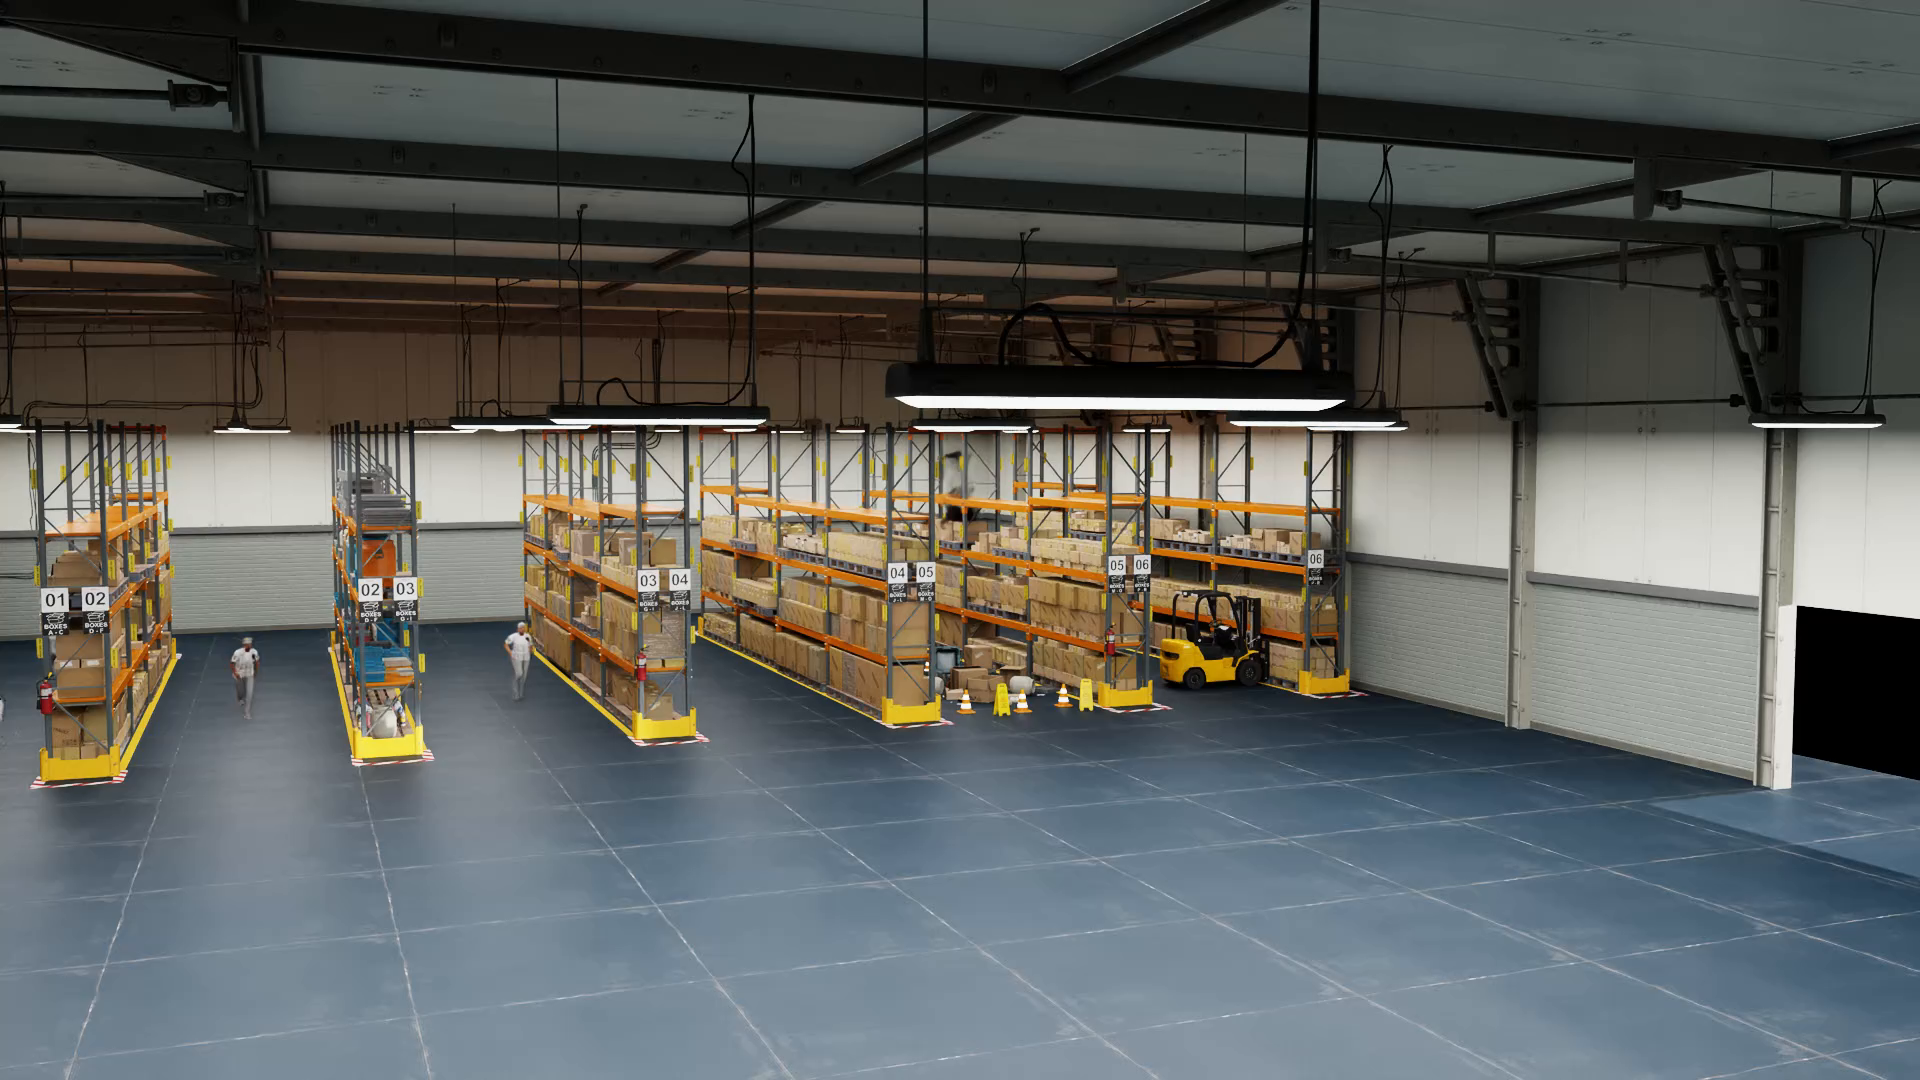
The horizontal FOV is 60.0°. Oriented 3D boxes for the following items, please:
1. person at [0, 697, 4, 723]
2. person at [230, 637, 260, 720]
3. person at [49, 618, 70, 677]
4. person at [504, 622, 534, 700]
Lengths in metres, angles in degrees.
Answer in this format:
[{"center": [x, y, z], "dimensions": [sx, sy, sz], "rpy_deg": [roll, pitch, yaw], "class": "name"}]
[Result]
[{"center": [-16.727, 3.110, 28.539], "dimensions": [0.609, 1.654, 0.611], "rpy_deg": [-3, 5, -41], "class": "person"}, {"center": [-14.594, 2.800, 33.951], "dimensions": [0.574, 1.682, 0.937], "rpy_deg": [-2, 4, -31], "class": "person"}, {"center": [-21.620, 2.376, 39.845], "dimensions": [0.595, 1.823, 0.874], "rpy_deg": [-2, 4, -34], "class": "person"}, {"center": [-9.567, 2.644, 36.243], "dimensions": [0.581, 1.711, 0.721], "rpy_deg": [-3, 4, -36], "class": "person"}]
